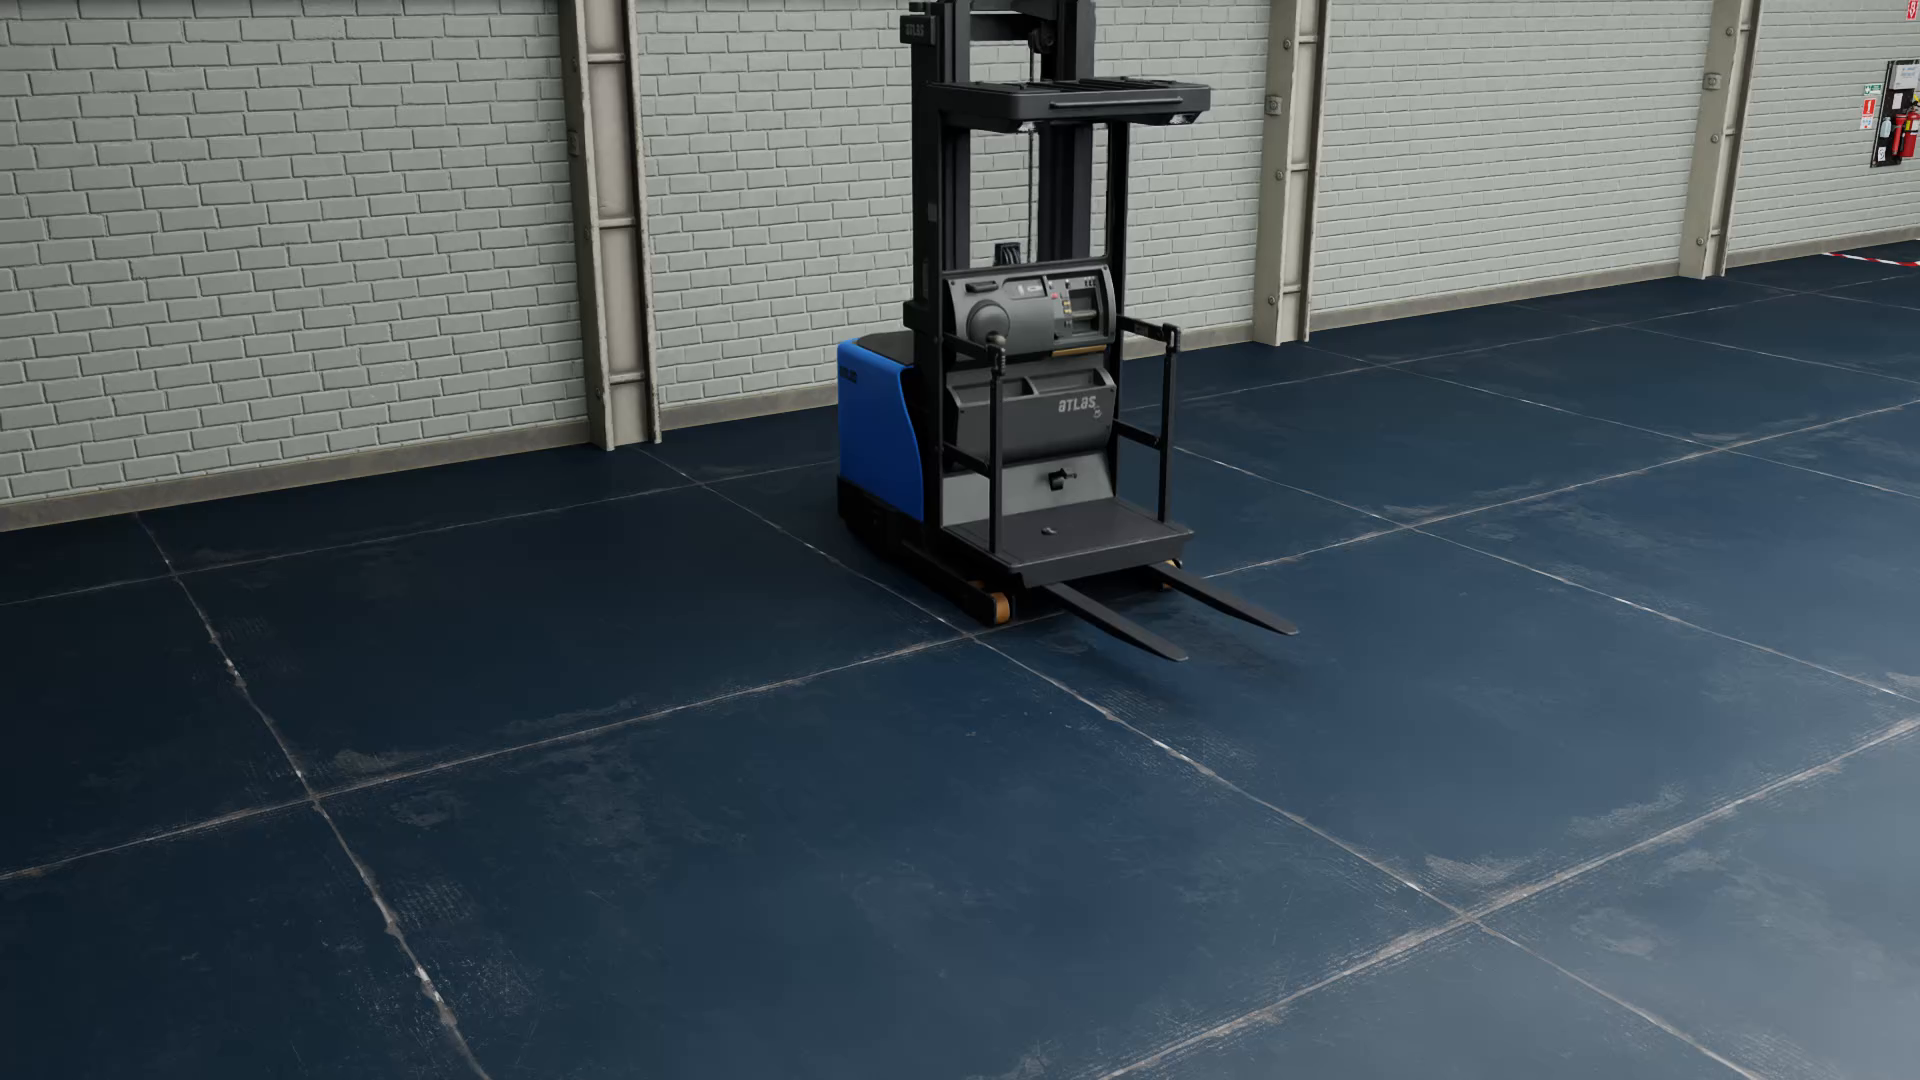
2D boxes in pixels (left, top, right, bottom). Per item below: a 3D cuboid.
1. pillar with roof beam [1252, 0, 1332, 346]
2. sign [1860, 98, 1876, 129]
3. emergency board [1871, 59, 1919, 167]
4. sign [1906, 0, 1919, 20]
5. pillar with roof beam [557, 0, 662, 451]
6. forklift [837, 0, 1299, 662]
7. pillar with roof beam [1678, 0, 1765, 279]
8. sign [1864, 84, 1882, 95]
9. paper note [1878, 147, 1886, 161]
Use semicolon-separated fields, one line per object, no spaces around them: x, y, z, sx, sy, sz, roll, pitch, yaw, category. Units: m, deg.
5.125;-4.832;9.486;0.400;9.000;9.100;-12;22;-31;pillar with roof beam
10.176;-4.777;18.635;0.234;0.329;0.001;-12;22;-31;sign
10.695;-4.830;18.847;0.643;1.169;0.194;-12;22;-31;emergency board
10.633;-5.953;18.551;0.199;0.298;0.001;-12;22;-31;sign
0.114;-3.775;6.360;0.400;9.000;9.100;-12;22;-31;pillar with roof beam
0.468;-1.140;8.041;1.130;2.935;3.031;-10;21;-28;forklift
10.136;-5.888;12.612;0.400;9.000;9.100;-12;22;-31;pillar with roof beam
10.185;-5.026;18.546;0.331;0.109;0.001;-12;22;-31;sign
10.509;-4.400;18.951;0.142;0.148;0.016;-12;22;-31;paper note
